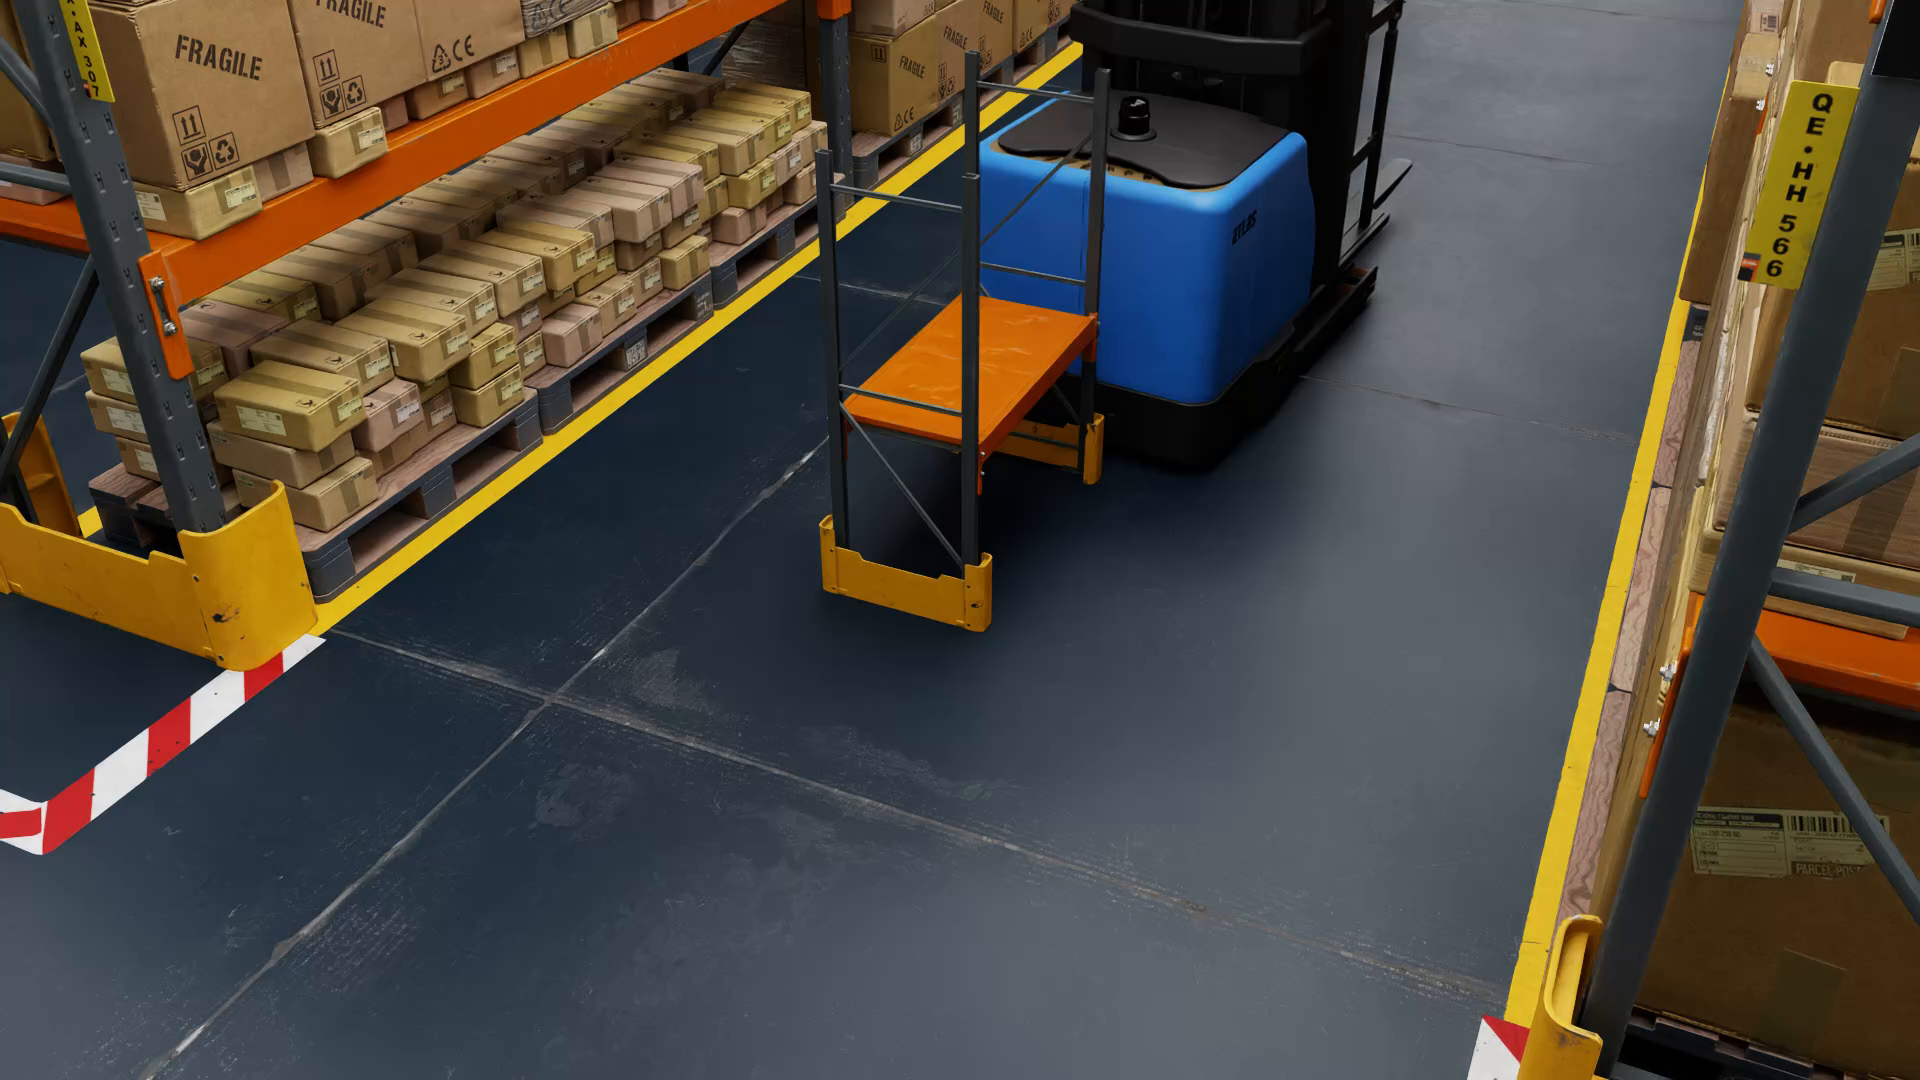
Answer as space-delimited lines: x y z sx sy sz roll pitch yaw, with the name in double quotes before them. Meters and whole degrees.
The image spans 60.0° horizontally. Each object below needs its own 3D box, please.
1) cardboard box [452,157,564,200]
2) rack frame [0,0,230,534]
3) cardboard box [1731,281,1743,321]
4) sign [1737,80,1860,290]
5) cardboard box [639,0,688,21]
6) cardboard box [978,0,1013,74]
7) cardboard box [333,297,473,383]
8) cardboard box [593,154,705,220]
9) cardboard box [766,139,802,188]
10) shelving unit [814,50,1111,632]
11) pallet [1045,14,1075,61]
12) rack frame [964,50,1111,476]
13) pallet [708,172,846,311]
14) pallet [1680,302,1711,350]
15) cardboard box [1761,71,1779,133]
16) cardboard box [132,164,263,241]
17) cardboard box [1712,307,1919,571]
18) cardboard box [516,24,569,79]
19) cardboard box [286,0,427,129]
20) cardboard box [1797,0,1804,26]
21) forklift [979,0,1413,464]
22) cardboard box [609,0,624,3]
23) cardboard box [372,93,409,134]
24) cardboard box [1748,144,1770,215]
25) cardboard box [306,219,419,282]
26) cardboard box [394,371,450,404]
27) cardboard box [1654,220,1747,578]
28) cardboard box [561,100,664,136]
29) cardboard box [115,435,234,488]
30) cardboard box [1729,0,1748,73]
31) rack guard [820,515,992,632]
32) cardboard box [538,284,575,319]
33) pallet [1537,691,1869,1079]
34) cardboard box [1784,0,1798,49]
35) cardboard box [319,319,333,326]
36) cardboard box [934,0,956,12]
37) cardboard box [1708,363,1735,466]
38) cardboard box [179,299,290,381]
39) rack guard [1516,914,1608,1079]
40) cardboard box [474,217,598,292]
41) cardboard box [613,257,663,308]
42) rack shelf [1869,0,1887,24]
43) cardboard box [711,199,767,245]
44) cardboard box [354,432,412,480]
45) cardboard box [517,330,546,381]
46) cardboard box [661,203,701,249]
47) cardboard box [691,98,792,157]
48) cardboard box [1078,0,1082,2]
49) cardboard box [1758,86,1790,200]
"cardboard box" -1.876 -1.459 6.914 0.380 0.149 0.250 13 35 19
"rack frame" -2.679 -1.018 4.566 1.000 3.000 0.127 14 36 20
"cardboard box" 2.167 -0.616 4.182 0.380 0.149 0.250 14 36 21
"sign" 1.297 -0.544 2.572 0.100 0.325 0.005 14 36 20
"cardboard box" -1.304 -2.171 6.555 0.380 0.149 0.250 13 35 18
"cardboard box" -0.029 -2.975 9.448 0.500 0.500 0.500 15 36 21
"cardboard box" -1.924 -0.694 5.747 0.380 0.149 0.250 14 36 20
"cardboard box" -1.295 -1.476 6.939 0.380 0.149 0.250 12 35 18
"cardboard box" -0.951 -1.750 7.629 0.380 0.149 0.250 12 35 18
"shelving unit" 0.032 -0.665 5.397 0.587 1.500 1.083 14 36 20
"pallet" 0.340 -3.447 10.814 1.003 0.211 1.213 14 36 20
"rack frame" 0.248 -0.923 5.790 0.500 1.500 0.032 14 36 20
"pallet" -1.254 -1.501 7.847 1.003 0.211 1.213 14 36 20
"pallet" 3.711 -1.057 7.170 1.003 0.211 1.213 14 36 20
"cardboard box" 2.812 -1.383 5.353 0.380 0.149 0.250 15 36 22
"cardboard box" -2.246 -0.999 4.767 0.380 0.149 0.250 14 36 20
"cardboard box" 1.745 -0.193 3.175 0.500 0.250 0.500 14 36 20
"cardboard box" -1.640 -1.787 5.969 0.380 0.149 0.250 16 36 22
"cardboard box" -2.040 -1.616 5.117 0.500 0.500 0.500 14 36 21
"cardboard box" 2.811 -1.773 4.901 0.500 0.500 0.500 14 36 20
"forklift" 1.179 -2.283 6.559 1.130 2.935 3.031 18 37 25
"cardboard box" -1.379 -2.365 6.258 0.500 0.500 0.500 14 36 20
"cardboard box" -2.032 -1.417 5.405 0.380 0.149 0.250 16 36 23
"cardboard box" 2.489 -1.000 4.768 0.380 0.149 0.250 15 36 21
"cardboard box" -2.310 -1.103 6.371 0.380 0.149 0.250 16 36 22
"cardboard box" -2.039 -0.593 5.865 0.380 0.149 0.250 15 36 21
"cardboard box" 2.732 -0.350 5.103 0.875 0.875 0.875 14 36 20
"cardboard box" -1.568 -1.857 7.521 0.380 0.149 0.250 14 36 20
"cardboard box" -2.648 -0.311 5.706 0.380 0.149 0.250 15 36 21
"cardboard box" 4.823 -2.762 8.781 1.225 0.875 0.875 13 35 18
"rack guard" -0.176 0.106 5.361 0.587 0.250 0.087 14 36 20
"cardboard box" -1.732 -0.995 6.477 0.380 0.149 0.250 16 37 23
"pallet" 2.047 0.921 4.154 1.003 0.211 1.213 14 36 20
"cardboard box" 3.023 -1.709 5.487 0.500 0.250 0.500 14 36 20
"cardboard box" -2.502 -0.713 6.047 0.380 0.149 0.250 13 35 19
"cardboard box" -0.236 -3.027 8.843 0.500 0.250 0.500 15 36 22
"cardboard box" 1.847 -0.233 3.598 0.380 0.149 0.250 14 36 21
"cardboard box" -2.531 -0.684 5.731 0.380 0.149 0.250 15 36 21
"rack guard" 1.774 1.228 3.421 1.175 0.500 0.348 14 36 20
"cardboard box" -1.619 -1.093 6.355 0.380 0.149 0.250 15 36 21
"cardboard box" -1.463 -1.090 6.893 0.380 0.149 0.250 15 36 21
"rack shelf" 2.620 -1.779 3.648 1.077 0.370 4.000 14 36 20
"cardboard box" -1.097 -1.463 7.463 0.380 0.149 0.250 13 35 19
"cardboard box" -2.134 -0.338 5.746 0.380 0.149 0.250 14 36 20
"cardboard box" -1.810 -0.714 6.320 0.380 0.149 0.250 14 36 21
"cardboard box" -1.330 -1.379 7.063 0.380 0.149 0.250 15 36 22
"cardboard box" -0.989 -1.869 7.539 0.380 0.149 0.250 15 36 21
"cardboard box" 0.630 -3.745 10.622 0.500 0.500 0.500 14 36 20
"cardboard box" 2.385 -0.960 4.344 0.500 0.250 0.500 14 36 21
